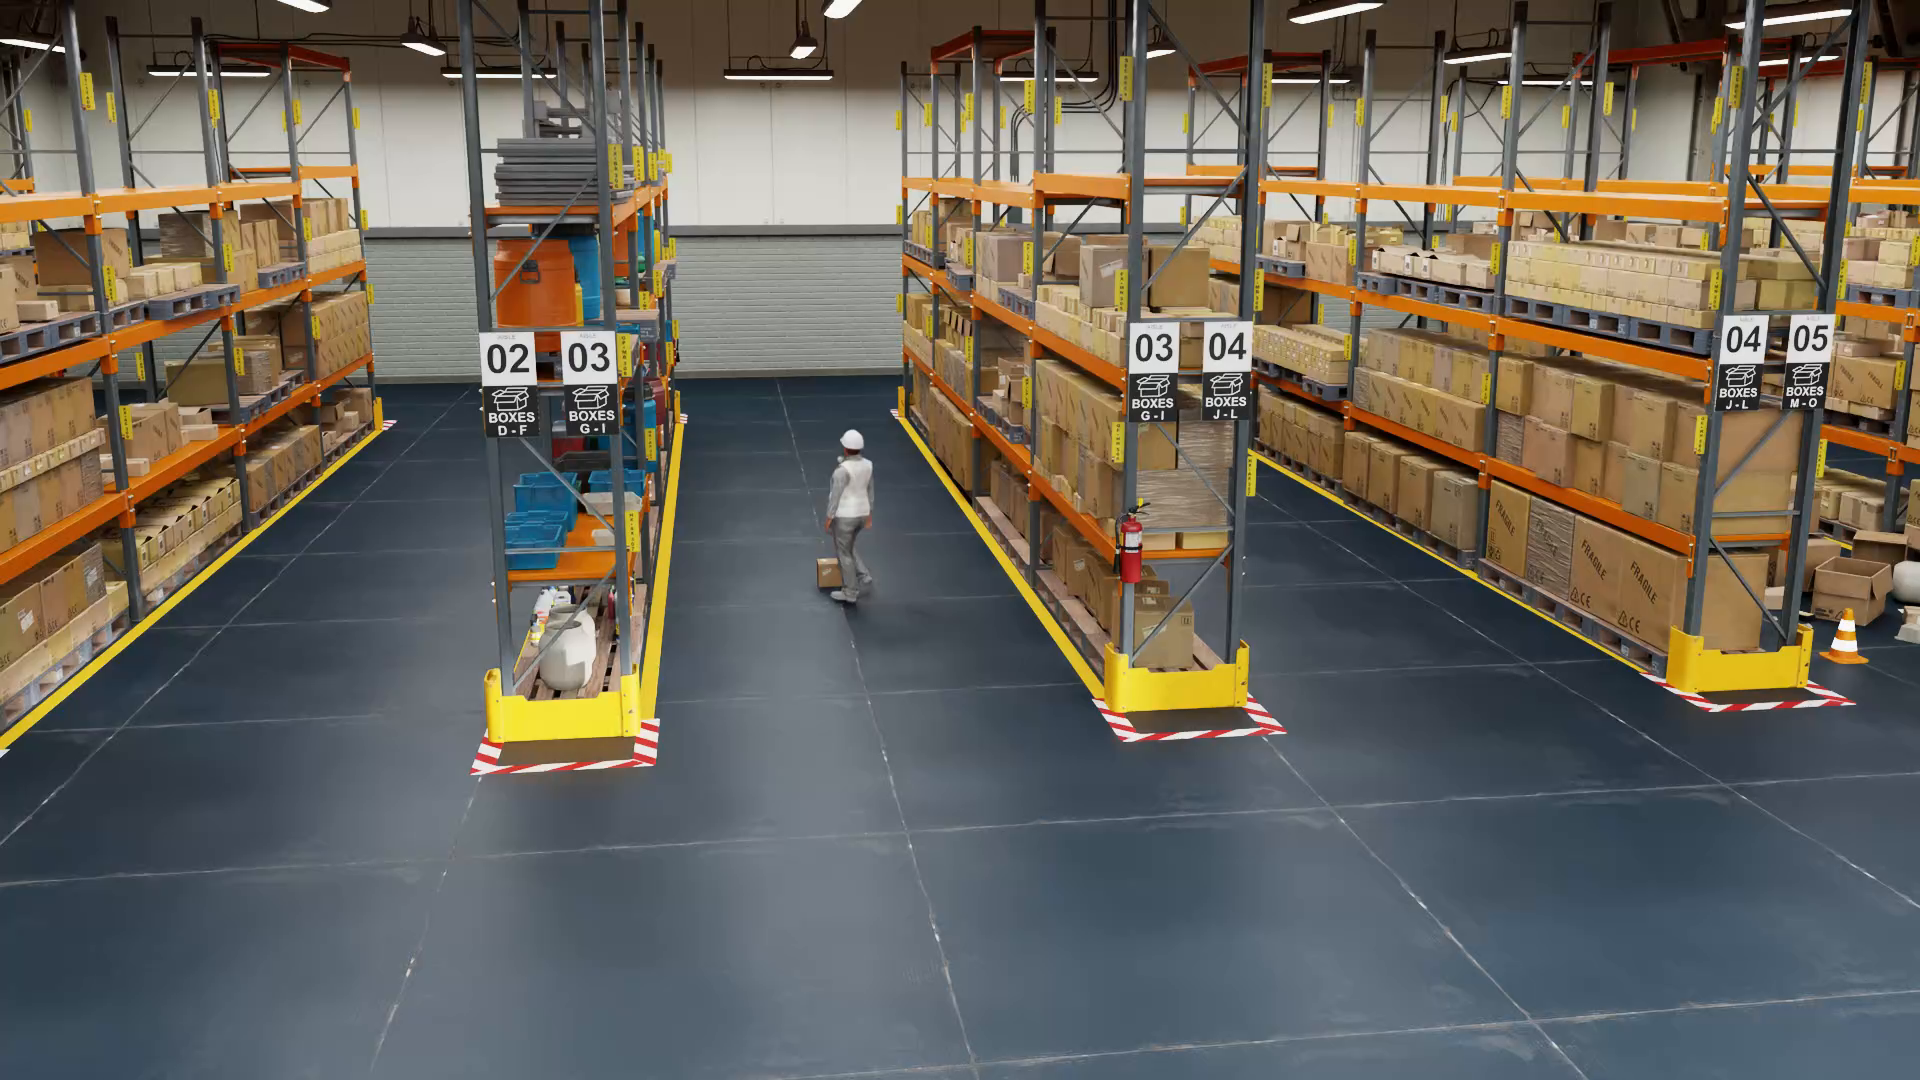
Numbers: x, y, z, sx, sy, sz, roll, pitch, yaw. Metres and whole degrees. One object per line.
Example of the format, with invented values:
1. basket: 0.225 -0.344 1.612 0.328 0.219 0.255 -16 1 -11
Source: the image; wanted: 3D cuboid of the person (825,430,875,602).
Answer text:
1. person: -1.148 -0.254 16.948 0.462 1.768 0.538 8 15 32
